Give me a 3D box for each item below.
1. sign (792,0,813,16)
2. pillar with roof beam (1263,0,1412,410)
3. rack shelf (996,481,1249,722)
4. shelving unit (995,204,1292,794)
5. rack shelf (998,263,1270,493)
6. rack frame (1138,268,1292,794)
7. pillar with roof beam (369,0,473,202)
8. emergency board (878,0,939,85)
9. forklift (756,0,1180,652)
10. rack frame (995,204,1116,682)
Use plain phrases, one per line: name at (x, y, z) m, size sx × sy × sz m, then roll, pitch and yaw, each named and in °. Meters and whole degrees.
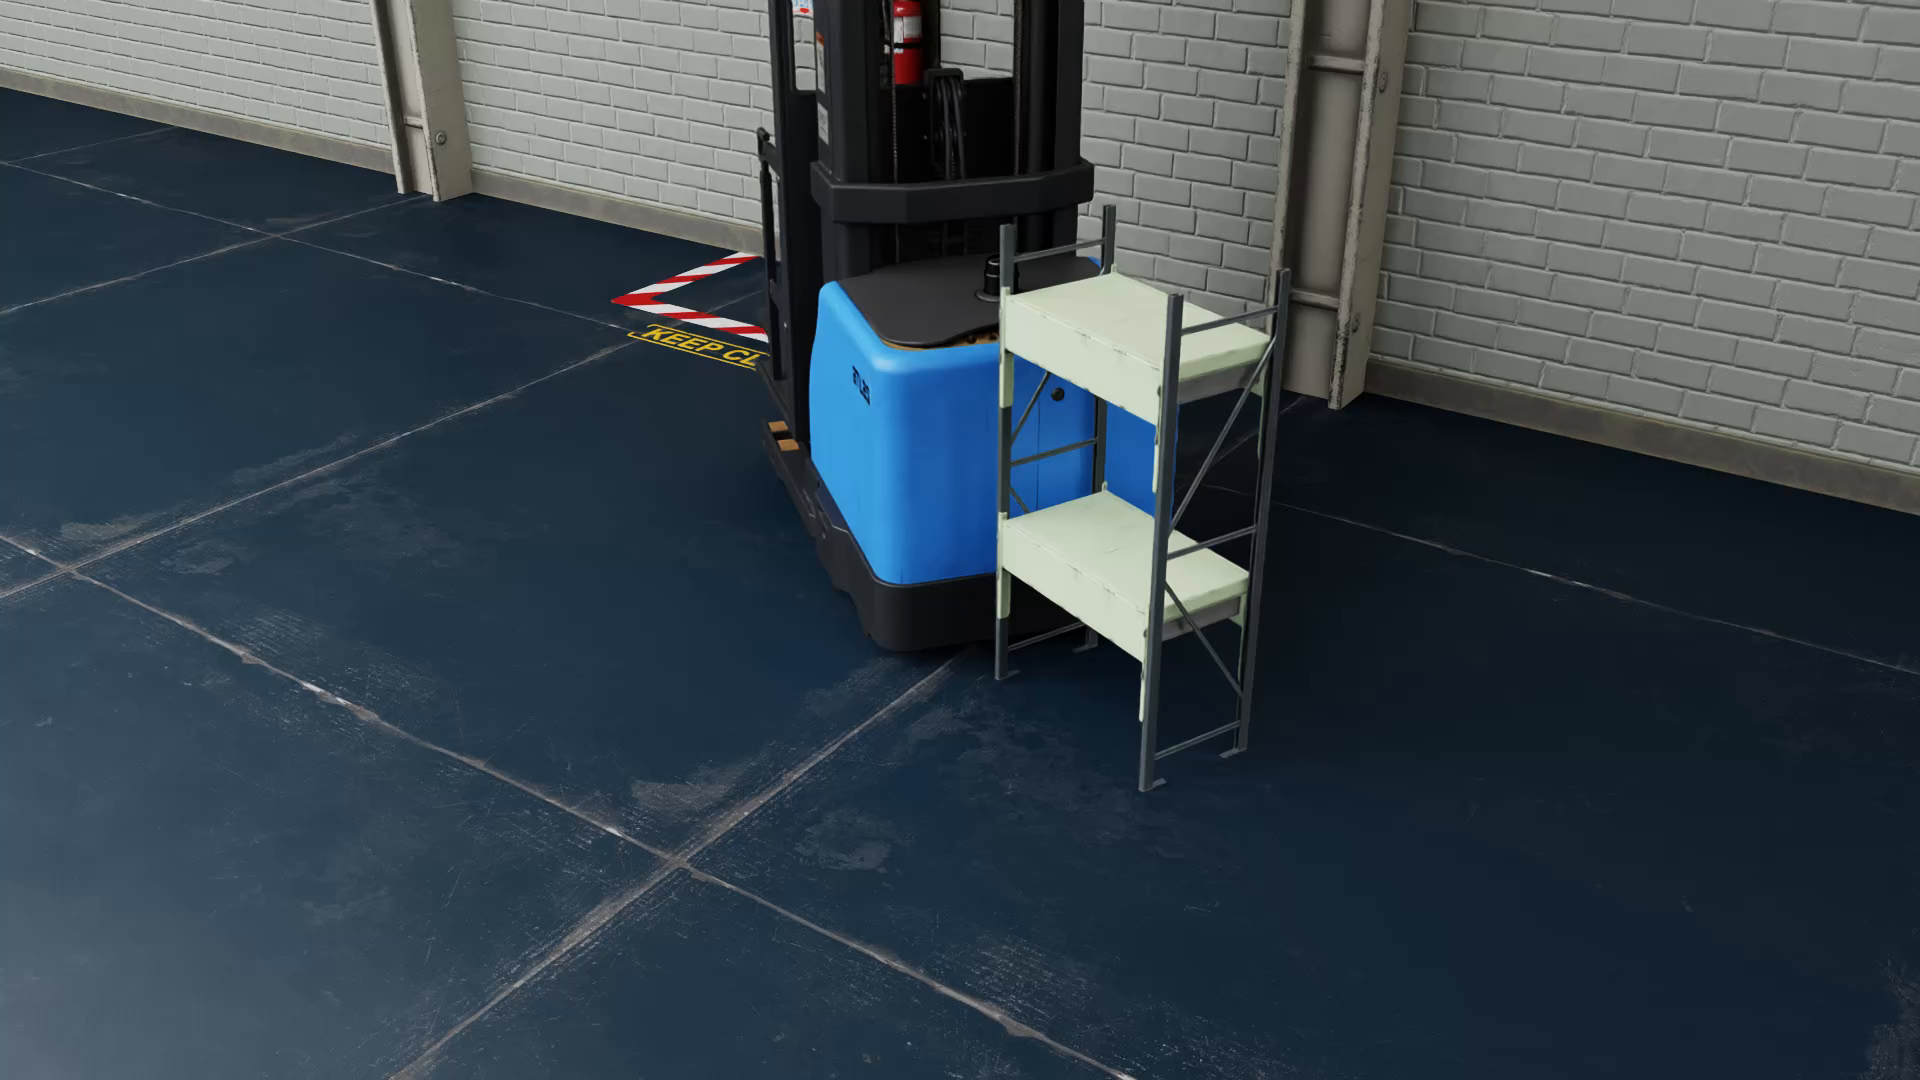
sign at (-0.805, -2.867, 8.538) m, size 0.234 × 0.329 × 0.001 m, roll 17°, pitch 32°, yaw 30°
pillar with roof beam at (-0.830, -3.086, 2.393) m, size 0.400 × 9.000 × 9.100 m, roll 17°, pitch 32°, yaw 30°
rack shelf at (0.488, 0.164, 4.993) m, size 0.431 × 0.370 × 0.720 m, roll -17°, pitch 31°, yaw -30°
shelving unit at (0.488, -0.127, 4.846) m, size 0.431 × 1.500 × 0.755 m, roll -17°, pitch 31°, yaw -30°
rack shelf at (0.488, -0.475, 4.669) m, size 0.431 × 0.370 × 0.720 m, roll -17°, pitch 31°, yaw -30°
rack frame at (0.690, 0.011, 4.574) m, size 0.400 × 1.500 × 0.023 m, roll -17°, pitch 31°, yaw -30°
pillar with roof beam at (-5.776, -4.627, 5.421) m, size 0.400 × 9.000 × 9.100 m, roll 17°, pitch 32°, yaw 30°
emergency board at (-0.408, -2.671, 8.191) m, size 0.643 × 1.169 × 0.194 m, roll 17°, pitch 32°, yaw 30°
forklift at (-0.194, -1.594, 6.151) m, size 1.130 × 2.935 × 3.031 m, roll -8°, pitch 28°, yaw -15°
rack frame at (0.285, -0.265, 5.117) m, size 0.400 × 1.500 × 0.023 m, roll -17°, pitch 31°, yaw -30°
